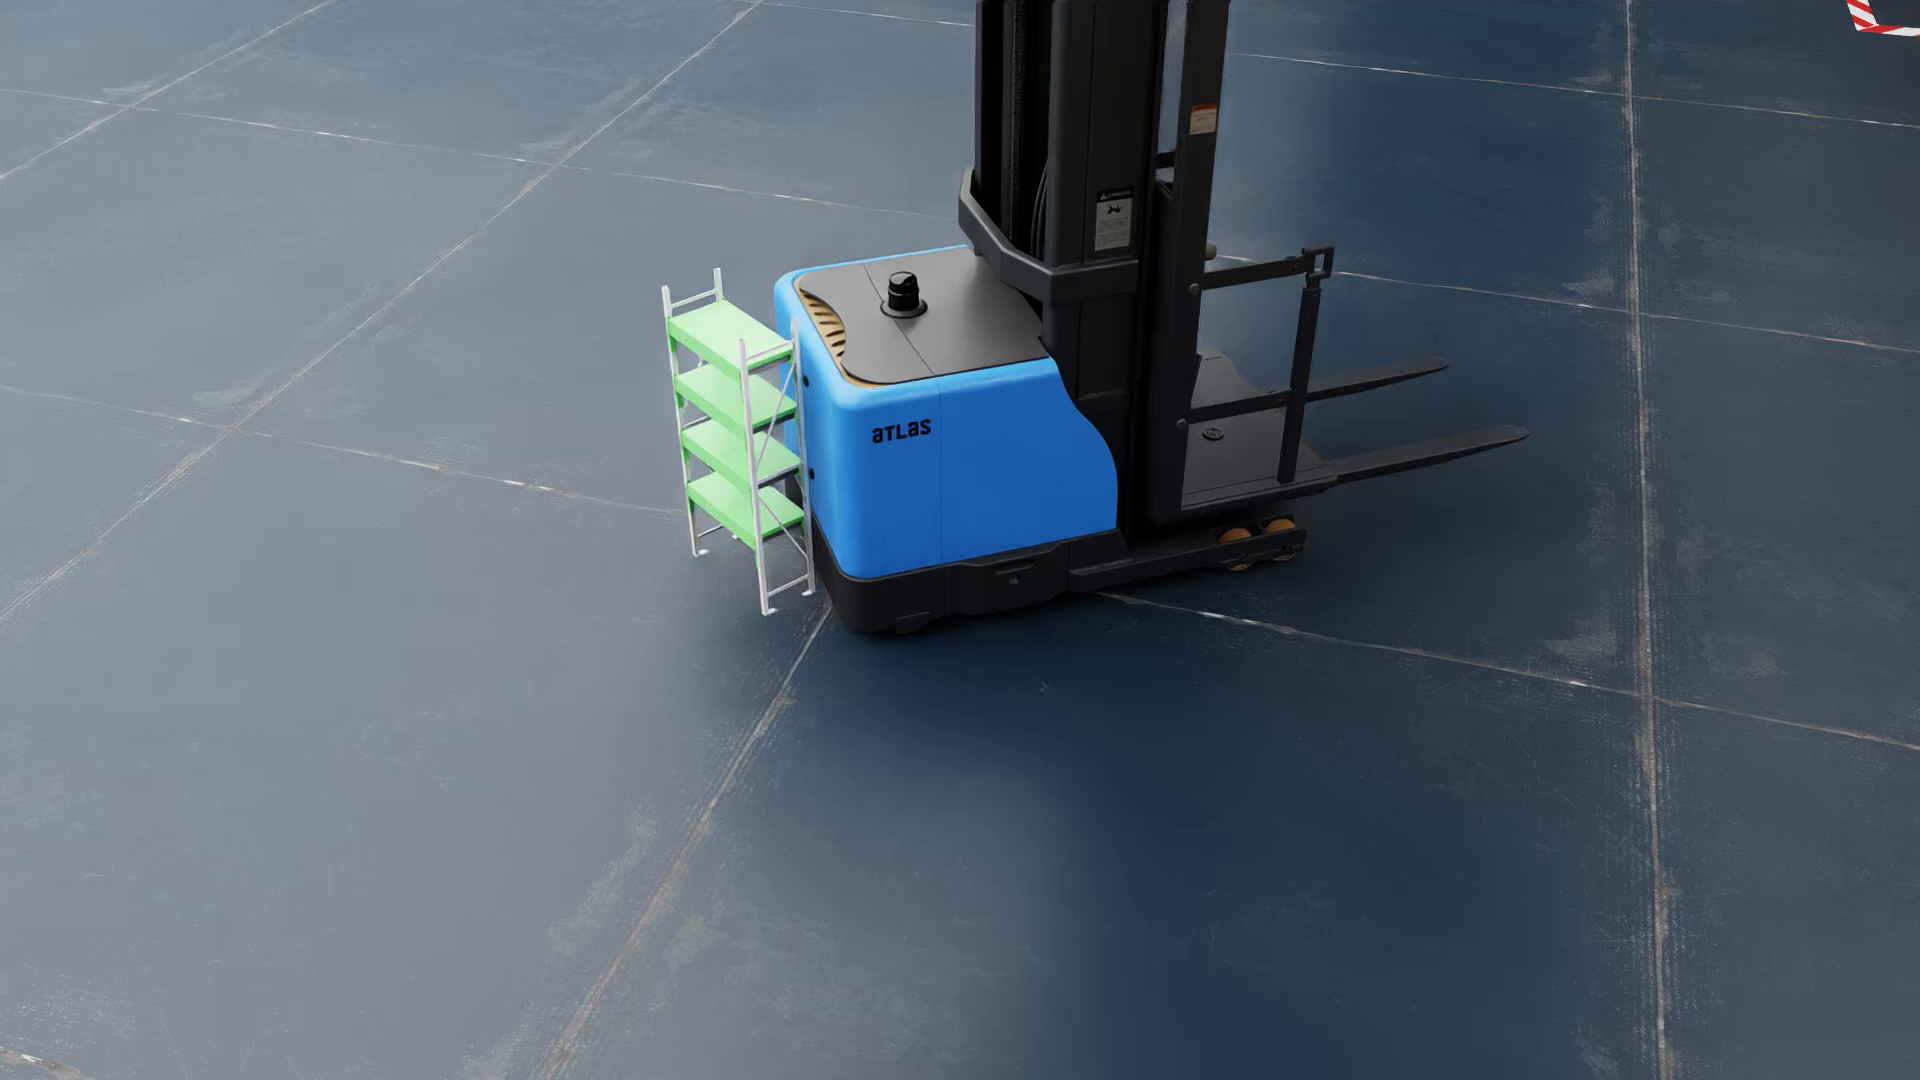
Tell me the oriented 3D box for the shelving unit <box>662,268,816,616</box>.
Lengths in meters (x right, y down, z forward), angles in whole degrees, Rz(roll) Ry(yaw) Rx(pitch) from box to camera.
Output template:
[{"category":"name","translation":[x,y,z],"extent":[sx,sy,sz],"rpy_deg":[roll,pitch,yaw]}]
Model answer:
[{"category":"shelving unit","translation":[-0.815,-0.352,6.216],"extent":[0.258,1.200,0.503],"rpy_deg":[-26,44,-31]}]

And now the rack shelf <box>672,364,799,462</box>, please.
[{"category":"rack shelf","translation":[-0.815,-0.494,6.112],"extent":[0.258,0.148,0.480],"rpy_deg":[-26,44,-31]}]

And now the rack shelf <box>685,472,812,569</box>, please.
[{"category":"rack shelf","translation":[-0.815,-0.107,6.396],"extent":[0.258,0.148,0.480],"rpy_deg":[-26,44,-31]}]

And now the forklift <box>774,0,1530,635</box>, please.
[{"category":"forklift","translation":[0.853,-1.345,6.104],"extent":[3.031,2.935,1.130],"rpy_deg":[-11,38,-15]}]

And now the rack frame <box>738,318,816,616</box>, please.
[{"category":"rack frame","translation":[-0.659,-0.241,6.065],"extent":[0.240,1.200,0.015],"rpy_deg":[-26,44,-31]}]

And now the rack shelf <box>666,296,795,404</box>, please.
[{"category":"rack shelf","translation":[-0.815,-0.687,5.970],"extent":[0.258,0.148,0.480],"rpy_deg":[-26,44,-31]}]

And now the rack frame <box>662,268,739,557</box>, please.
[{"category":"rack frame","translation":[-0.971,-0.463,6.367],"extent":[0.240,1.200,0.015],"rpy_deg":[-26,44,-31]}]

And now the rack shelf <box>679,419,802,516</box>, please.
[{"category":"rack shelf","translation":[-0.815,-0.301,6.254],"extent":[0.258,0.148,0.480],"rpy_deg":[-26,44,-31]}]
